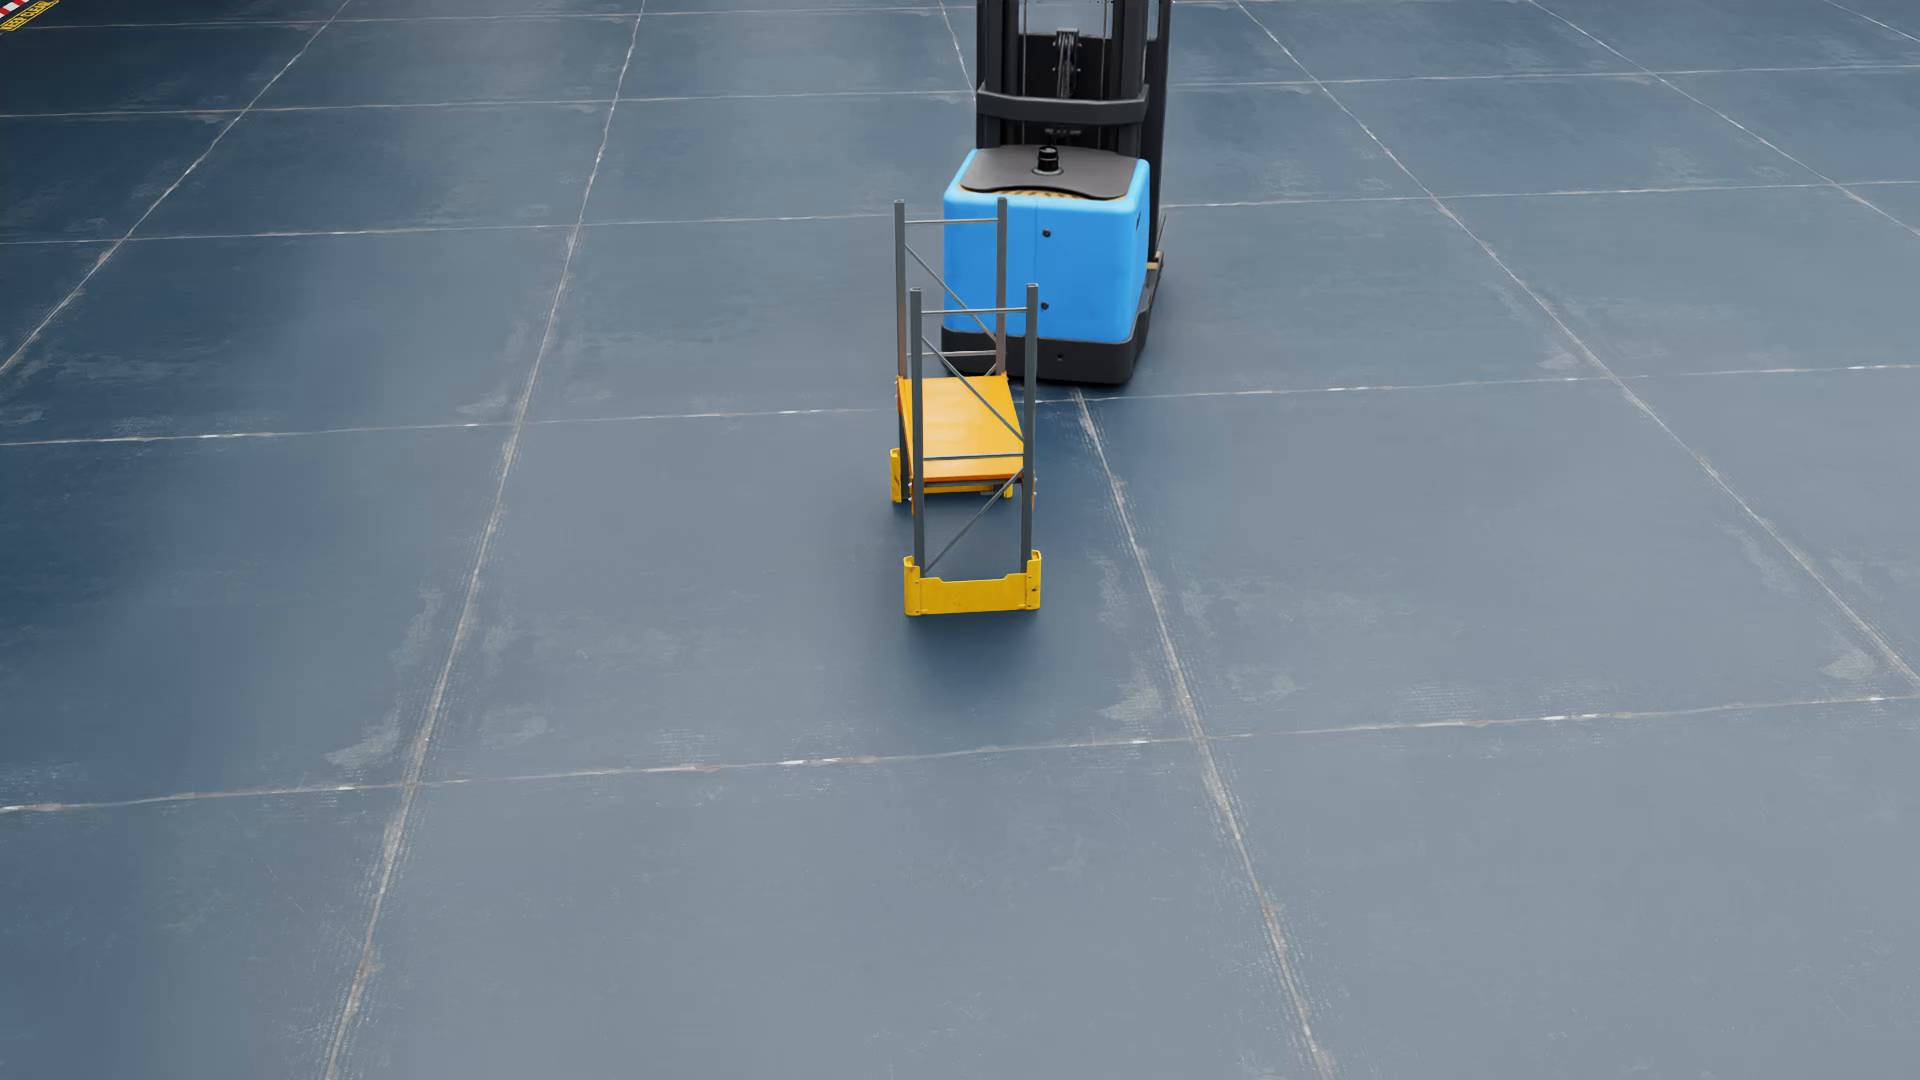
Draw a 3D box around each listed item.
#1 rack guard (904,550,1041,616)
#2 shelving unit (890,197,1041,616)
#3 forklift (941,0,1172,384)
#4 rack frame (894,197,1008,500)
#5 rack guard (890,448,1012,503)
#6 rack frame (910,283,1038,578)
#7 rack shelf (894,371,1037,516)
[{"bbox_3d":[0.054,0.186,7.195,0.587,0.250,0.087,-3,31,-5],"label":"rack guard"},{"bbox_3d":[0.007,-0.605,7.300,0.587,1.500,1.083,-3,31,-5],"label":"shelving unit"},{"bbox_3d":[0.682,-2.847,9.658,1.130,2.935,3.031,6,31,9],"label":"forklift"},{"bbox_3d":[-0.040,-0.860,7.727,0.500,1.500,0.032,-3,31,-5],"label":"rack frame"},{"bbox_3d":[-0.039,-0.323,8.046,0.587,0.250,0.087,-3,31,-5],"label":"rack guard"},{"bbox_3d":[0.055,-0.341,6.858,0.500,1.500,0.032,-3,31,-5],"label":"rack frame"},{"bbox_3d":[0.008,-0.446,7.385,0.538,0.185,1.000,-3,31,-5],"label":"rack shelf"}]
